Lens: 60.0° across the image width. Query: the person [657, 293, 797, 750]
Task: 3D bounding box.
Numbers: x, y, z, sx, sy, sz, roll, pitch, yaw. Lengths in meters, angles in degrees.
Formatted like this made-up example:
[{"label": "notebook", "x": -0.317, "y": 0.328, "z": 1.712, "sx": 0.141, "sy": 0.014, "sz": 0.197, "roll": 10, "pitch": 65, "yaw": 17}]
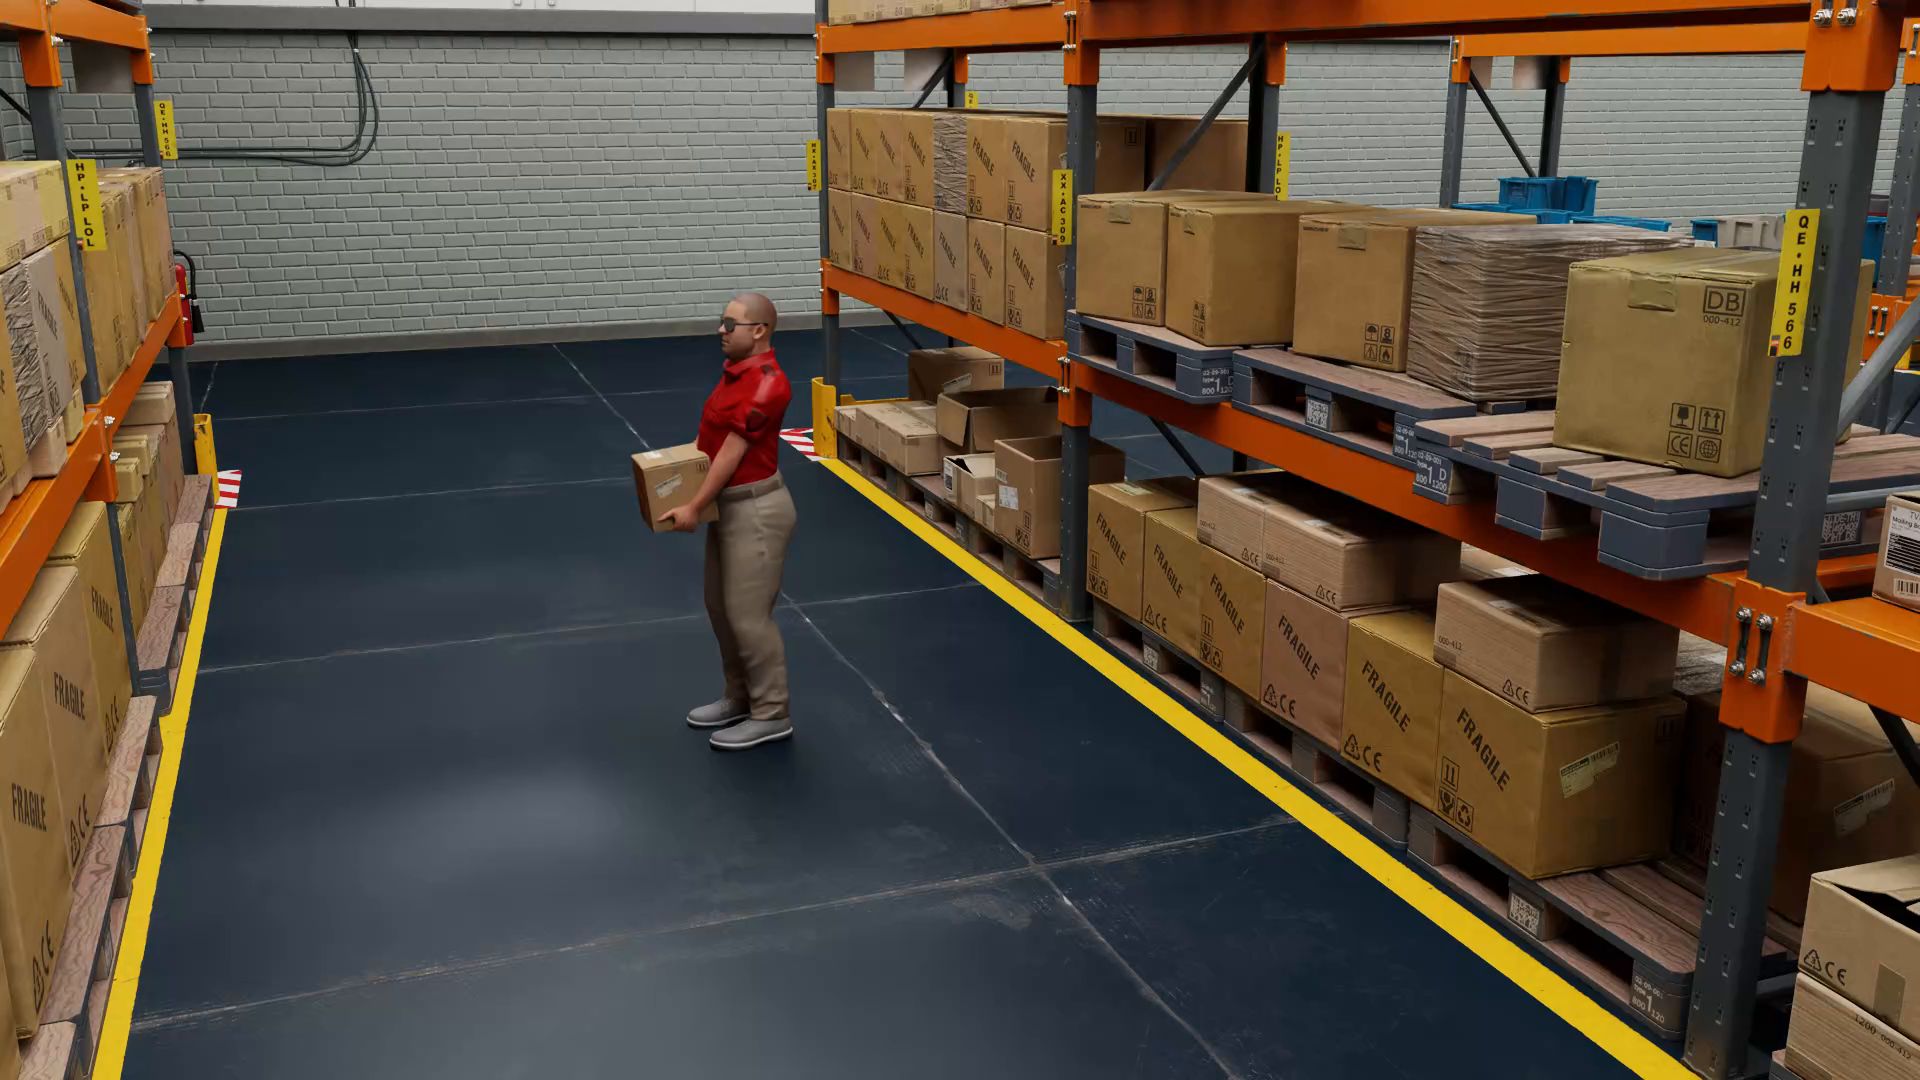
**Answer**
[{"label": "person", "x": -0.900, "y": -0.069, "z": 6.324, "sx": 0.540, "sy": 1.722, "sz": 0.490, "roll": -6, "pitch": 16, "yaw": -20}]
